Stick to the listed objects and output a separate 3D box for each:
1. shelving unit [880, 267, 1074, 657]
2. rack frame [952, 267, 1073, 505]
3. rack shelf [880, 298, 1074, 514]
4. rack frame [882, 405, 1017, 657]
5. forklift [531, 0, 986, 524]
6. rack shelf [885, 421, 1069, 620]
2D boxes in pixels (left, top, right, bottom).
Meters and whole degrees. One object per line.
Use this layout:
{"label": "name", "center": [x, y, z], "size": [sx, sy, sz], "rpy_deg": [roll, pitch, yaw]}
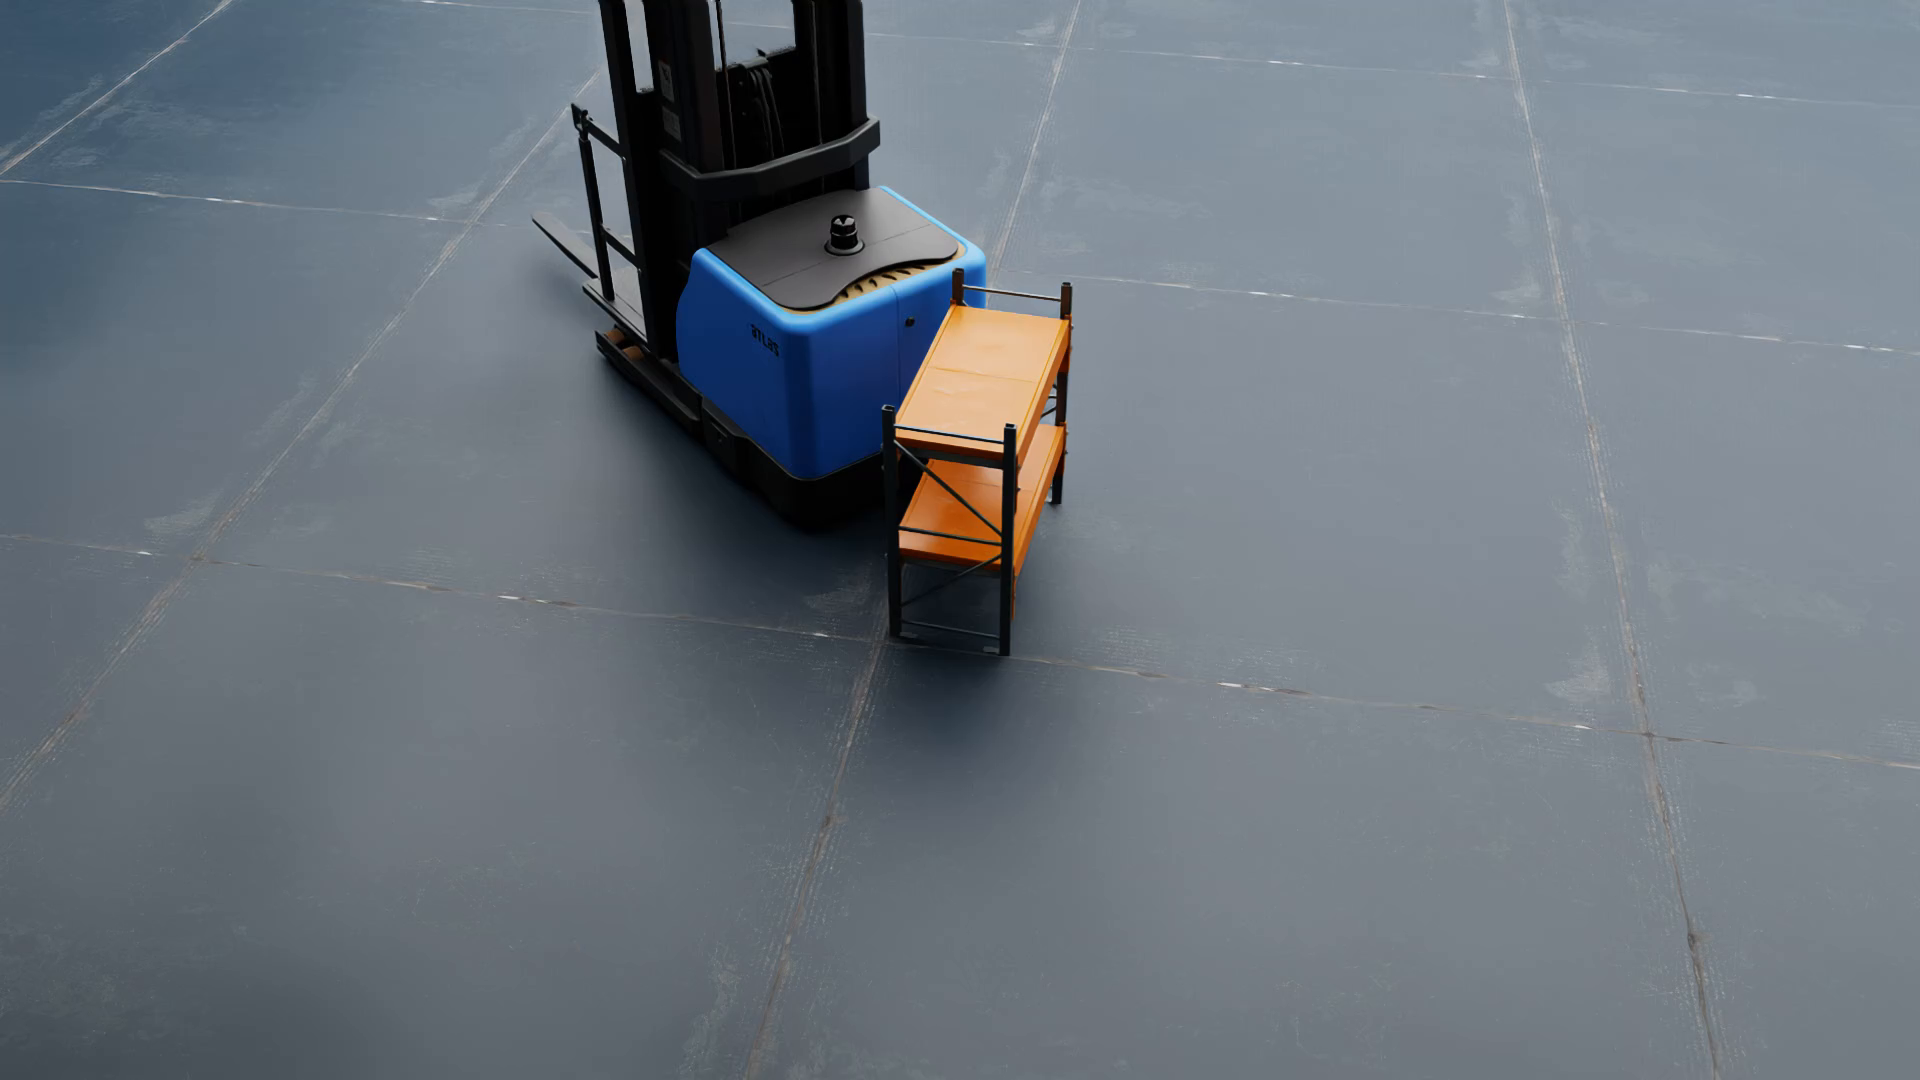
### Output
{"label": "shelving unit", "center": [0.087, -0.327, 6.762], "size": [0.538, 1.125, 1.048], "rpy_deg": [9, 40, 11]}
{"label": "rack frame", "center": [0.213, -0.640, 7.142], "size": [0.500, 1.125, 0.032], "rpy_deg": [9, 40, 11]}
{"label": "rack shelf", "center": [0.087, -0.552, 6.576], "size": [0.538, 0.278, 1.000], "rpy_deg": [9, 40, 11]}
{"label": "rack frame", "center": [-0.040, -0.013, 6.383], "size": [0.500, 1.125, 0.032], "rpy_deg": [9, 40, 11]}
{"label": "forklift", "center": [-1.158, -2.087, 7.474], "size": [1.130, 2.935, 3.031], "rpy_deg": [-26, 46, -28]}
{"label": "rack shelf", "center": [0.087, -0.138, 6.918], "size": [0.538, 0.278, 1.000], "rpy_deg": [9, 40, 11]}
